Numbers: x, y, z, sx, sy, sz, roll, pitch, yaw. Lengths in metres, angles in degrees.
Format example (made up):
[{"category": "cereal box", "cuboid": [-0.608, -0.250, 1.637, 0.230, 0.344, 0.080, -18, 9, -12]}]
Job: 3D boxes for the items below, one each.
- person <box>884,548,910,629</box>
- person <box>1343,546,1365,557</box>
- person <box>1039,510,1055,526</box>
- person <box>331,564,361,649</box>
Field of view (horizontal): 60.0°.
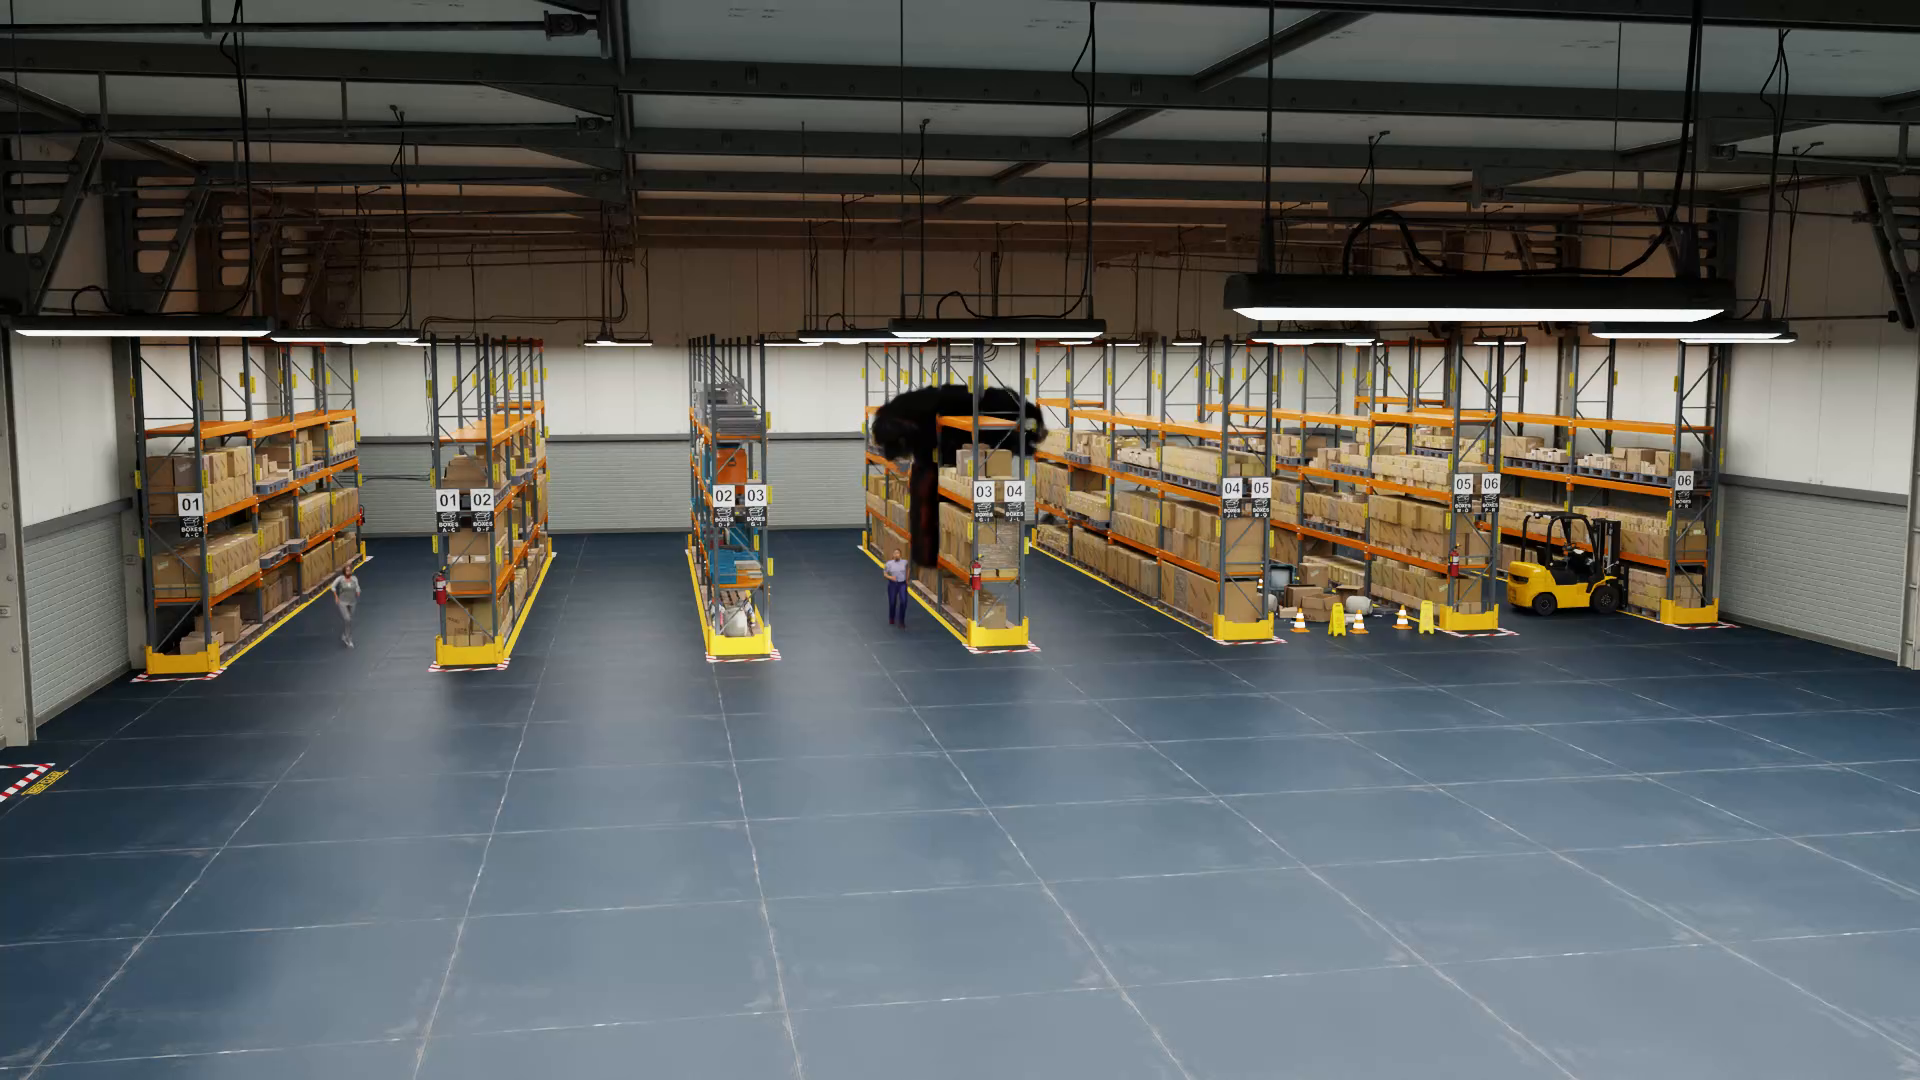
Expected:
[{"category": "person", "cuboid": [-1.295, 1.007, 34.307, 0.556, 1.685, 0.760, -1, 7, -5]}, {"category": "person", "cuboid": [10.870, -0.349, 45.664, 0.564, 1.749, 0.789, -3, 7, -28]}, {"category": "person", "cuboid": [2.675, -0.786, 49.898, 0.626, 1.630, 0.648, 2, 7, 14]}, {"category": "person", "cuboid": [-11.832, 1.271, 32.103, 0.474, 1.633, 0.835, -6, 9, -43]}]
